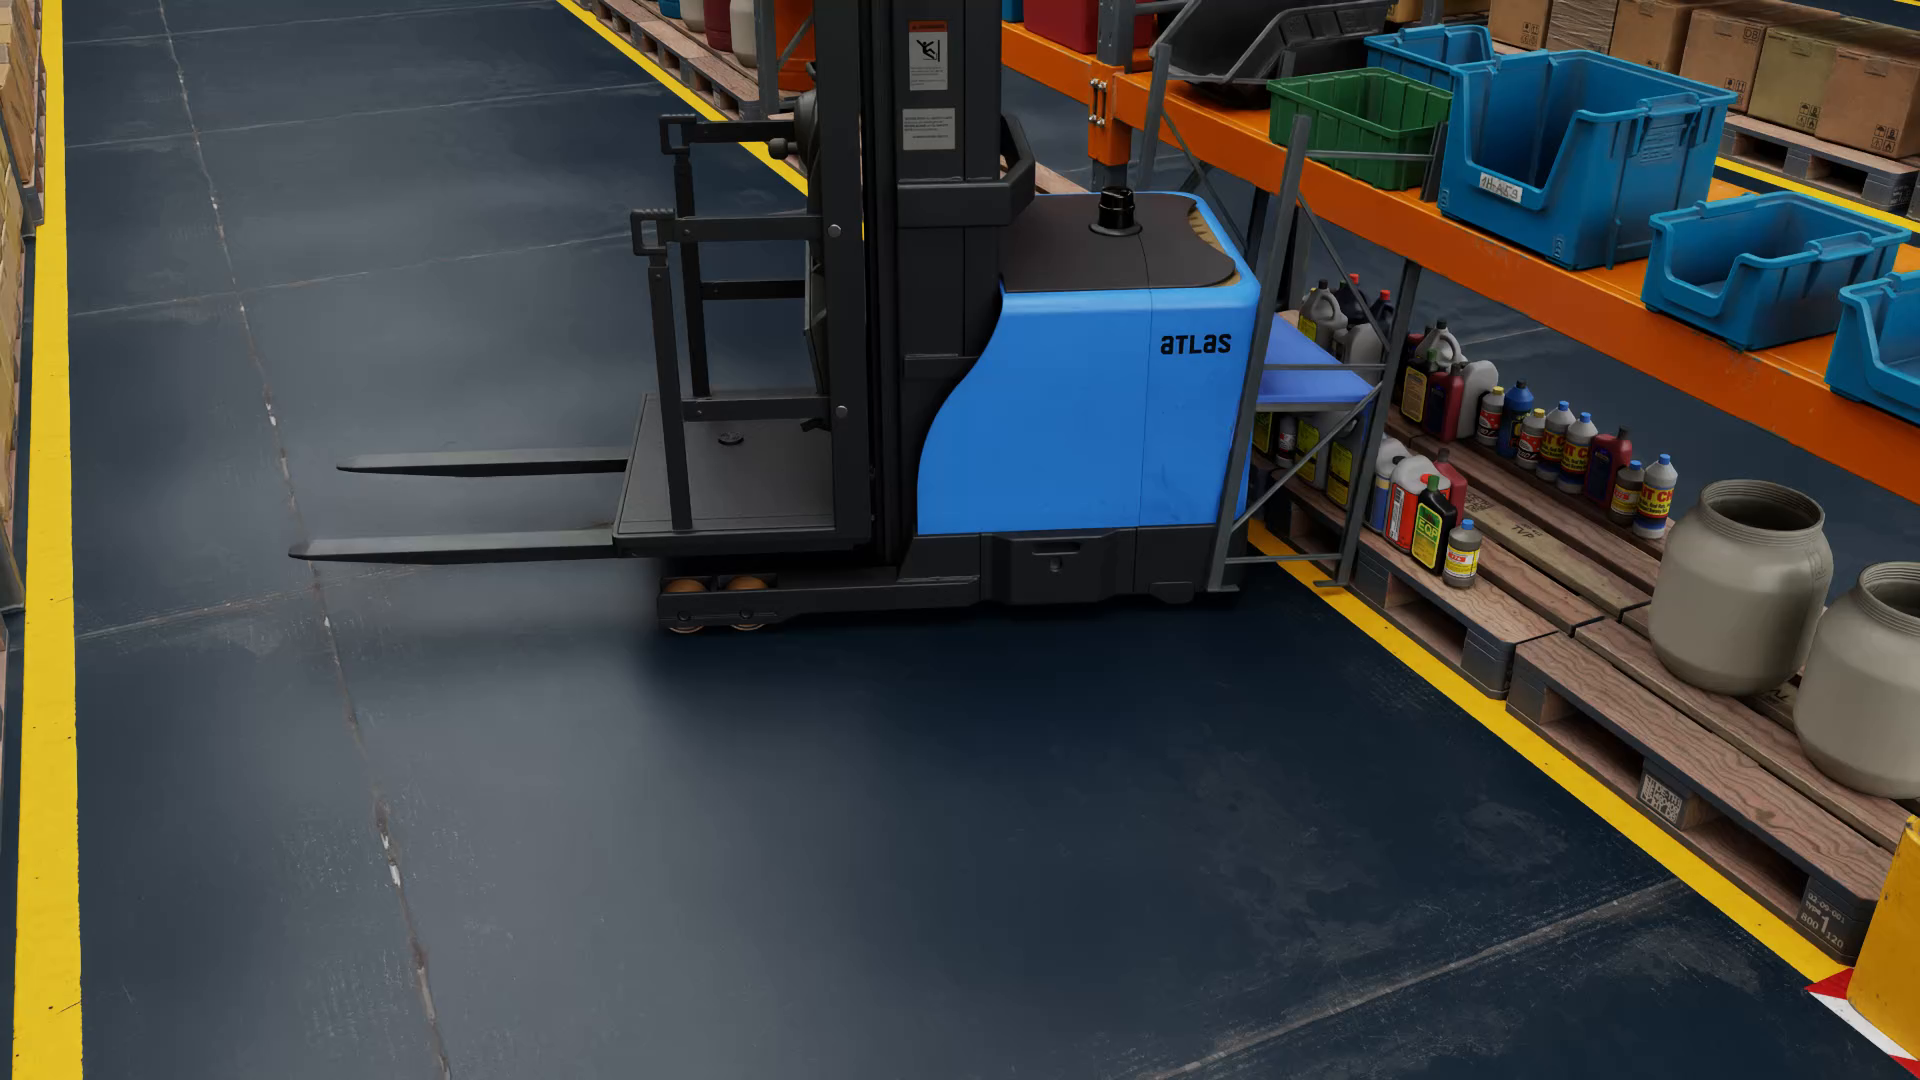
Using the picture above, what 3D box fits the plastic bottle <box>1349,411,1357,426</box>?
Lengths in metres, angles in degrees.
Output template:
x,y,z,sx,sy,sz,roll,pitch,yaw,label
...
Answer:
x,y,z,sx,sy,sz,roll,pitch,yaw,label
1.349,-0.375,5.686,0.152,0.276,0.135,-13,32,-22,plastic bottle

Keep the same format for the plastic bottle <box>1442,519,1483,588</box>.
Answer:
x,y,z,sx,sy,sz,roll,pitch,yaw,label
1.524,0.033,5.036,0.097,0.201,0.097,0,29,0,plastic bottle

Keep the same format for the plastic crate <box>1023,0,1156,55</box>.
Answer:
x,y,z,sx,sy,sz,roll,pitch,yaw,label
0.507,-2.221,6.578,0.402,0.464,0.583,-13,32,-22,plastic crate

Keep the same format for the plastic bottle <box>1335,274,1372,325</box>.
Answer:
x,y,z,sx,sy,sz,roll,pitch,yaw,label
1.528,-0.856,6.468,0.144,0.351,0.185,-14,32,-23,plastic bottle

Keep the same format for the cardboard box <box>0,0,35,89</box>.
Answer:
x,y,z,sx,sy,sz,roll,pitch,yaw,label
-6.028,-3.041,10.212,0.500,0.500,0.500,-13,32,-21,cardboard box

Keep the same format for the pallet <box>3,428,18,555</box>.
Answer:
x,y,z,sx,sy,sz,roll,pitch,yaw,label
-3.836,-0.106,5.723,1.003,0.211,1.213,-13,32,-22,pallet

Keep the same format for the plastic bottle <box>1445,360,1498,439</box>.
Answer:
x,y,z,sx,sy,sz,roll,pitch,yaw,label
1.815,-0.523,5.951,0.152,0.276,0.135,-12,32,-21,plastic bottle

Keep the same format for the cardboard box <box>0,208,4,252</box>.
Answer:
x,y,z,sx,sy,sz,roll,pitch,yaw,label
-4.311,-1.369,6.933,0.500,0.311,0.500,-13,32,-22,cardboard box

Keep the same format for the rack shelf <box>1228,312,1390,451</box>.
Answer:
x,y,z,sx,sy,sz,roll,pitch,yaw,label
0.937,-0.586,5.534,0.538,0.185,1.000,-2,27,-17,rack shelf

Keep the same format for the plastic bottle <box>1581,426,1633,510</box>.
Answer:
x,y,z,sx,sy,sz,roll,pitch,yaw,label
2.131,-0.254,5.463,0.061,0.283,0.133,-13,32,-21,plastic bottle

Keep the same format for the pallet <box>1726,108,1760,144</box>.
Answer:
x,y,z,sx,sy,sz,roll,pitch,yaw,label
4.601,-2.750,10.439,1.003,0.211,1.213,-13,32,-22,pallet

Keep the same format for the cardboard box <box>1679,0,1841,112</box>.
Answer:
x,y,z,sx,sy,sz,roll,pitch,yaw,label
4.792,-2.922,10.001,0.700,0.500,0.500,-16,33,-26,cardboard box

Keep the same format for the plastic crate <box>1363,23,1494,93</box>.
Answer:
x,y,z,sx,sy,sz,roll,pitch,yaw,label
1.711,-1.547,5.593,0.499,0.251,0.616,-13,32,-22,plastic crate

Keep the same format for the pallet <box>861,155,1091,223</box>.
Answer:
x,y,z,sx,sy,sz,roll,pitch,yaw,label
0.091,-1.706,8.576,1.003,0.211,1.213,-13,32,-22,pallet

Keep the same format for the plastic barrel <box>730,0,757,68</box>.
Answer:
x,y,z,sx,sy,sz,roll,pitch,yaw,label
-1.275,-3.352,10.774,0.421,0.512,0.421,0,29,0,plastic barrel

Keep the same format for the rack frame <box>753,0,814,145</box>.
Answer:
x,y,z,sx,sy,sz,roll,pitch,yaw,label
-0.726,-3.810,9.478,1.000,3.000,0.127,-13,32,-22,rack frame

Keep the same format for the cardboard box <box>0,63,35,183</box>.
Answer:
x,y,z,sx,sy,sz,roll,pitch,yaw,label
-5.139,-2.135,8.596,0.500,0.500,0.500,-12,31,-20,cardboard box

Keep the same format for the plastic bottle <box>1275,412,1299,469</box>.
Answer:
x,y,z,sx,sy,sz,roll,pitch,yaw,label
1.144,-0.358,5.732,0.097,0.201,0.097,0,29,0,plastic bottle

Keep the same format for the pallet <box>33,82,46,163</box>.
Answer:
x,y,z,sx,sy,sz,roll,pitch,yaw,label
-6.008,-2.432,9.871,1.003,0.211,1.213,-13,32,-22,pallet

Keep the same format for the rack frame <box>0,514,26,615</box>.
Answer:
x,y,z,sx,sy,sz,roll,pitch,yaw,label
-3.484,-1.005,4.475,1.000,3.000,0.127,-13,32,-22,rack frame

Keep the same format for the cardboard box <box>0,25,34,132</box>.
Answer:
x,y,z,sx,sy,sz,roll,pitch,yaw,label
-5.579,-2.587,9.403,0.500,0.500,0.500,-14,32,-23,cardboard box

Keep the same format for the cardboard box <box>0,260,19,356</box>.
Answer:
x,y,z,sx,sy,sz,roll,pitch,yaw,label
-4.094,-0.898,6.667,0.500,0.250,0.500,-12,32,-21,cardboard box

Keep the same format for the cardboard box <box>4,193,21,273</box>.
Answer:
x,y,z,sx,sy,sz,roll,pitch,yaw,label
-4.531,-1.348,7.468,0.500,0.250,0.500,-13,32,-23,cardboard box

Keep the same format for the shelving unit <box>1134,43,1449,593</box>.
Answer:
x,y,z,sx,sy,sz,roll,pitch,yaw,label
0.956,-0.747,5.455,0.538,1.500,1.048,-2,27,-17,shelving unit

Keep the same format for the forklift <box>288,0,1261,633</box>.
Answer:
x,y,z,sx,sy,sz,roll,pitch,yaw,label
-0.622,-1.255,4.991,3.031,2.935,1.130,-2,29,-4,forklift

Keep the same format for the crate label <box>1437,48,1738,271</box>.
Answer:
x,y,z,sx,sy,sz,roll,pitch,yaw,label
1.674,-1.048,4.516,0.502,0.435,0.616,-13,32,-22,crate label

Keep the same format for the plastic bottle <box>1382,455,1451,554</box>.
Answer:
x,y,z,sx,sy,sz,roll,pitch,yaw,label
1.440,-0.117,5.226,0.152,0.276,0.135,-13,32,-22,plastic bottle

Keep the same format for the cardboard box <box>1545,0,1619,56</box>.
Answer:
x,y,z,sx,sy,sz,roll,pitch,yaw,label
4.303,-3.418,10.884,0.700,0.500,0.500,-16,33,-26,cardboard box

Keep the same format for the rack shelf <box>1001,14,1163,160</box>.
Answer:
x,y,z,sx,sy,sz,roll,pitch,yaw,label
0.132,-2.613,8.079,1.077,0.370,4.000,-13,32,-22,rack shelf

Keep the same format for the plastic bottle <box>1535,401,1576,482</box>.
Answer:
x,y,z,sx,sy,sz,roll,pitch,yaw,label
2.021,-0.340,5.630,0.097,0.271,0.097,0,29,0,plastic bottle

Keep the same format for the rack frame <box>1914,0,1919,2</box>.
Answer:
x,y,z,sx,sy,sz,roll,pitch,yaw,label
8.270,-5.847,13.111,1.000,3.000,0.127,-13,32,-22,rack frame

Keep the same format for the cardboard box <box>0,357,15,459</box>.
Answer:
x,y,z,sx,sy,sz,roll,pitch,yaw,label
-3.652,-0.445,5.859,0.500,0.250,0.500,-12,32,-21,cardboard box

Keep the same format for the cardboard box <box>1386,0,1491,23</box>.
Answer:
x,y,z,sx,sy,sz,roll,pitch,yaw,label
3.470,-4.416,12.301,1.225,0.875,0.875,-15,32,-24,cardboard box

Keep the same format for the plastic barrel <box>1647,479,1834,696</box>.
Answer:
x,y,z,sx,sy,sz,roll,pitch,yaw,label
2.141,0.129,4.567,0.421,0.512,0.421,0,29,0,plastic barrel

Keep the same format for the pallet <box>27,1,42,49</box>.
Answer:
x,y,z,sx,sy,sz,roll,pitch,yaw,label
-7.213,-3.626,12.001,1.003,0.211,1.213,-13,32,-22,pallet

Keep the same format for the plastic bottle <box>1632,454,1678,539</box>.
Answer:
x,y,z,sx,sy,sz,roll,pitch,yaw,label
2.211,-0.145,5.281,0.097,0.271,0.097,0,29,0,plastic bottle

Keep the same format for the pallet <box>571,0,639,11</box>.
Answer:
x,y,z,sx,sy,sz,roll,pitch,yaw,label
-2.794,-4.678,13.876,1.003,0.211,1.213,-13,32,-22,pallet

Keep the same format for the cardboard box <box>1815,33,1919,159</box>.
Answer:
x,y,z,sx,sy,sz,roll,pitch,yaw,label
5.220,-2.461,9.177,0.700,0.500,0.500,-16,33,-26,cardboard box

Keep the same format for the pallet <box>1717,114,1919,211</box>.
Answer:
x,y,z,sx,sy,sz,roll,pitch,yaw,label
5.129,-2.211,9.477,1.003,0.211,1.213,-13,32,-22,pallet

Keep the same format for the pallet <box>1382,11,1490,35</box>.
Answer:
x,y,z,sx,sy,sz,roll,pitch,yaw,label
3.477,-3.998,12.664,1.003,0.211,1.213,-13,32,-22,pallet

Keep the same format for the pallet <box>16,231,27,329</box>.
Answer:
x,y,z,sx,sy,sz,roll,pitch,yaw,label
-4.883,-1.184,7.645,1.003,0.211,1.213,-13,32,-22,pallet

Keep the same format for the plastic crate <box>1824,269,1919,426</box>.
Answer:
x,y,z,sx,sy,sz,roll,pitch,yaw,label
2.223,-0.370,3.495,0.499,0.251,0.616,-13,32,-22,plastic crate

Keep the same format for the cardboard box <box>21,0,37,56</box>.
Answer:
x,y,z,sx,sy,sz,roll,pitch,yaw,label
-6.448,-3.483,11.000,0.500,0.500,0.500,-13,32,-22,cardboard box

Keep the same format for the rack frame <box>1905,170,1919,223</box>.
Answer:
x,y,z,sx,sy,sz,roll,pitch,yaw,label
5.464,-3.083,8.182,1.000,3.000,0.127,-13,32,-22,rack frame

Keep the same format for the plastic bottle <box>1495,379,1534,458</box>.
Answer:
x,y,z,sx,sy,sz,roll,pitch,yaw,label
1.934,-0.430,5.789,0.097,0.271,0.097,0,29,0,plastic bottle

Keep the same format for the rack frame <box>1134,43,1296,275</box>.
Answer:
x,y,z,sx,sy,sz,roll,pitch,yaw,label
0.816,-0.975,5.887,0.500,1.500,0.032,-2,27,-17,rack frame

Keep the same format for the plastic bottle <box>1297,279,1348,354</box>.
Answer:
x,y,z,sx,sy,sz,roll,pitch,yaw,label
1.398,-0.826,6.414,0.144,0.351,0.185,-13,32,-22,plastic bottle

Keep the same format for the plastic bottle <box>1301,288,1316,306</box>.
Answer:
x,y,z,sx,sy,sz,roll,pitch,yaw,label
1.428,-0.920,6.735,0.097,0.201,0.097,0,29,0,plastic bottle

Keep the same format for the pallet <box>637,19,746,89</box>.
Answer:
x,y,z,sx,sy,sz,roll,pitch,yaw,label
-1.622,-3.472,11.725,1.003,0.211,1.213,-13,32,-22,pallet

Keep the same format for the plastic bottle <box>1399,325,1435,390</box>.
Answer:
x,y,z,sx,sy,sz,roll,pitch,yaw,label
1.718,-0.679,6.221,0.061,0.283,0.133,-11,31,-19,plastic bottle

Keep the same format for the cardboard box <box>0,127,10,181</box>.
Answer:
x,y,z,sx,sy,sz,roll,pitch,yaw,label
-4.754,-1.821,7.739,0.500,0.311,0.500,-12,32,-21,cardboard box

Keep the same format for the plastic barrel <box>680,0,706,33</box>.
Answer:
x,y,z,sx,sy,sz,roll,pitch,yaw,label
-1.760,-3.850,11.664,0.421,0.512,0.421,0,29,0,plastic barrel

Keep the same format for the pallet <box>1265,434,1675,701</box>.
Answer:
x,y,z,sx,sy,sz,roll,pitch,yaw,label
1.769,0.018,5.502,1.003,0.211,1.213,-13,32,-22,pallet

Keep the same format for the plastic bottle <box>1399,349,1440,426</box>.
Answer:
x,y,z,sx,sy,sz,roll,pitch,yaw,label
1.667,-0.566,6.020,0.061,0.283,0.133,-13,32,-22,plastic bottle

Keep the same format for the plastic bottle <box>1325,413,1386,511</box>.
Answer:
x,y,z,sx,sy,sz,roll,pitch,yaw,label
1.306,-0.283,5.446,0.144,0.351,0.185,-12,31,-20,plastic bottle

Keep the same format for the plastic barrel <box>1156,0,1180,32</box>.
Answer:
x,y,z,sx,sy,sz,roll,pitch,yaw,label
1.099,-2.496,6.622,0.600,0.901,0.708,-13,32,-22,plastic barrel
